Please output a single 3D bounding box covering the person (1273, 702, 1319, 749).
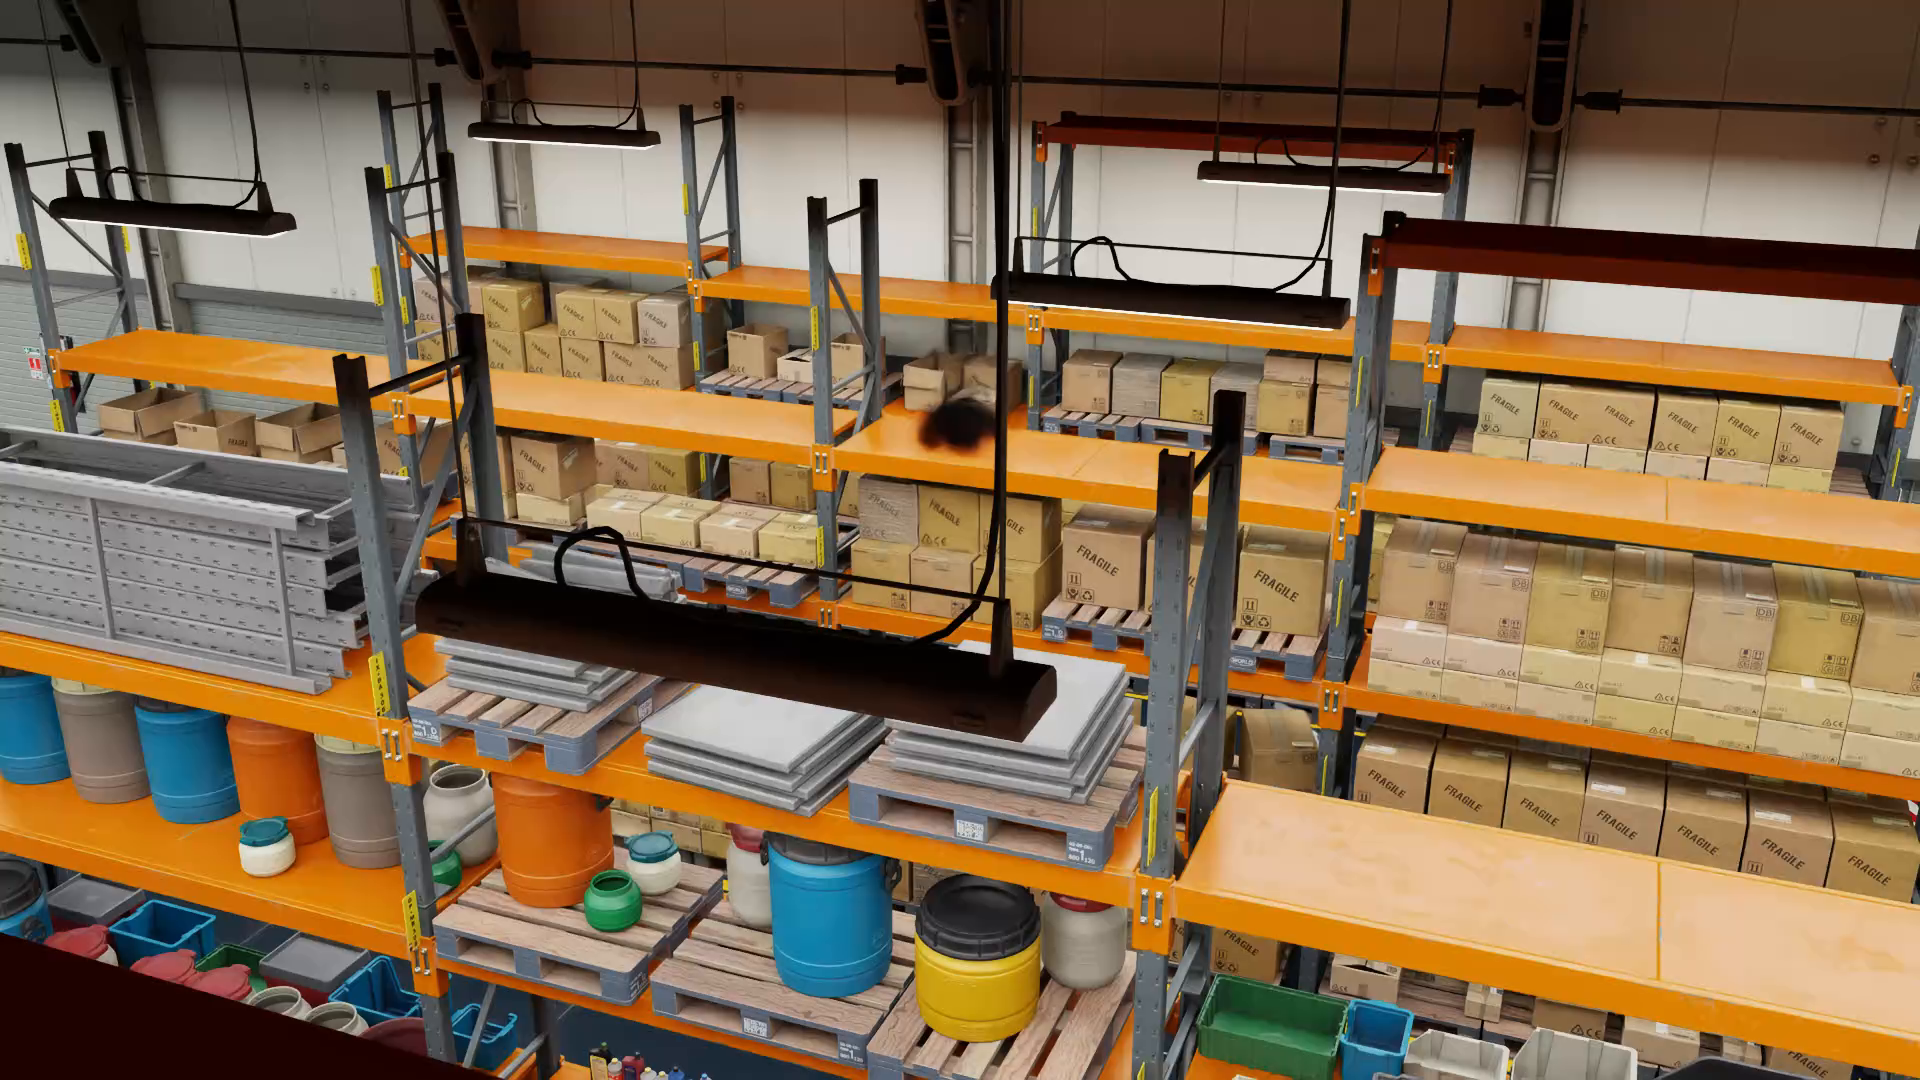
[{"bbox_3d":[2.852,2.156,14.479,0.684,1.617,0.608,3,21,7],"label":"person"}]
